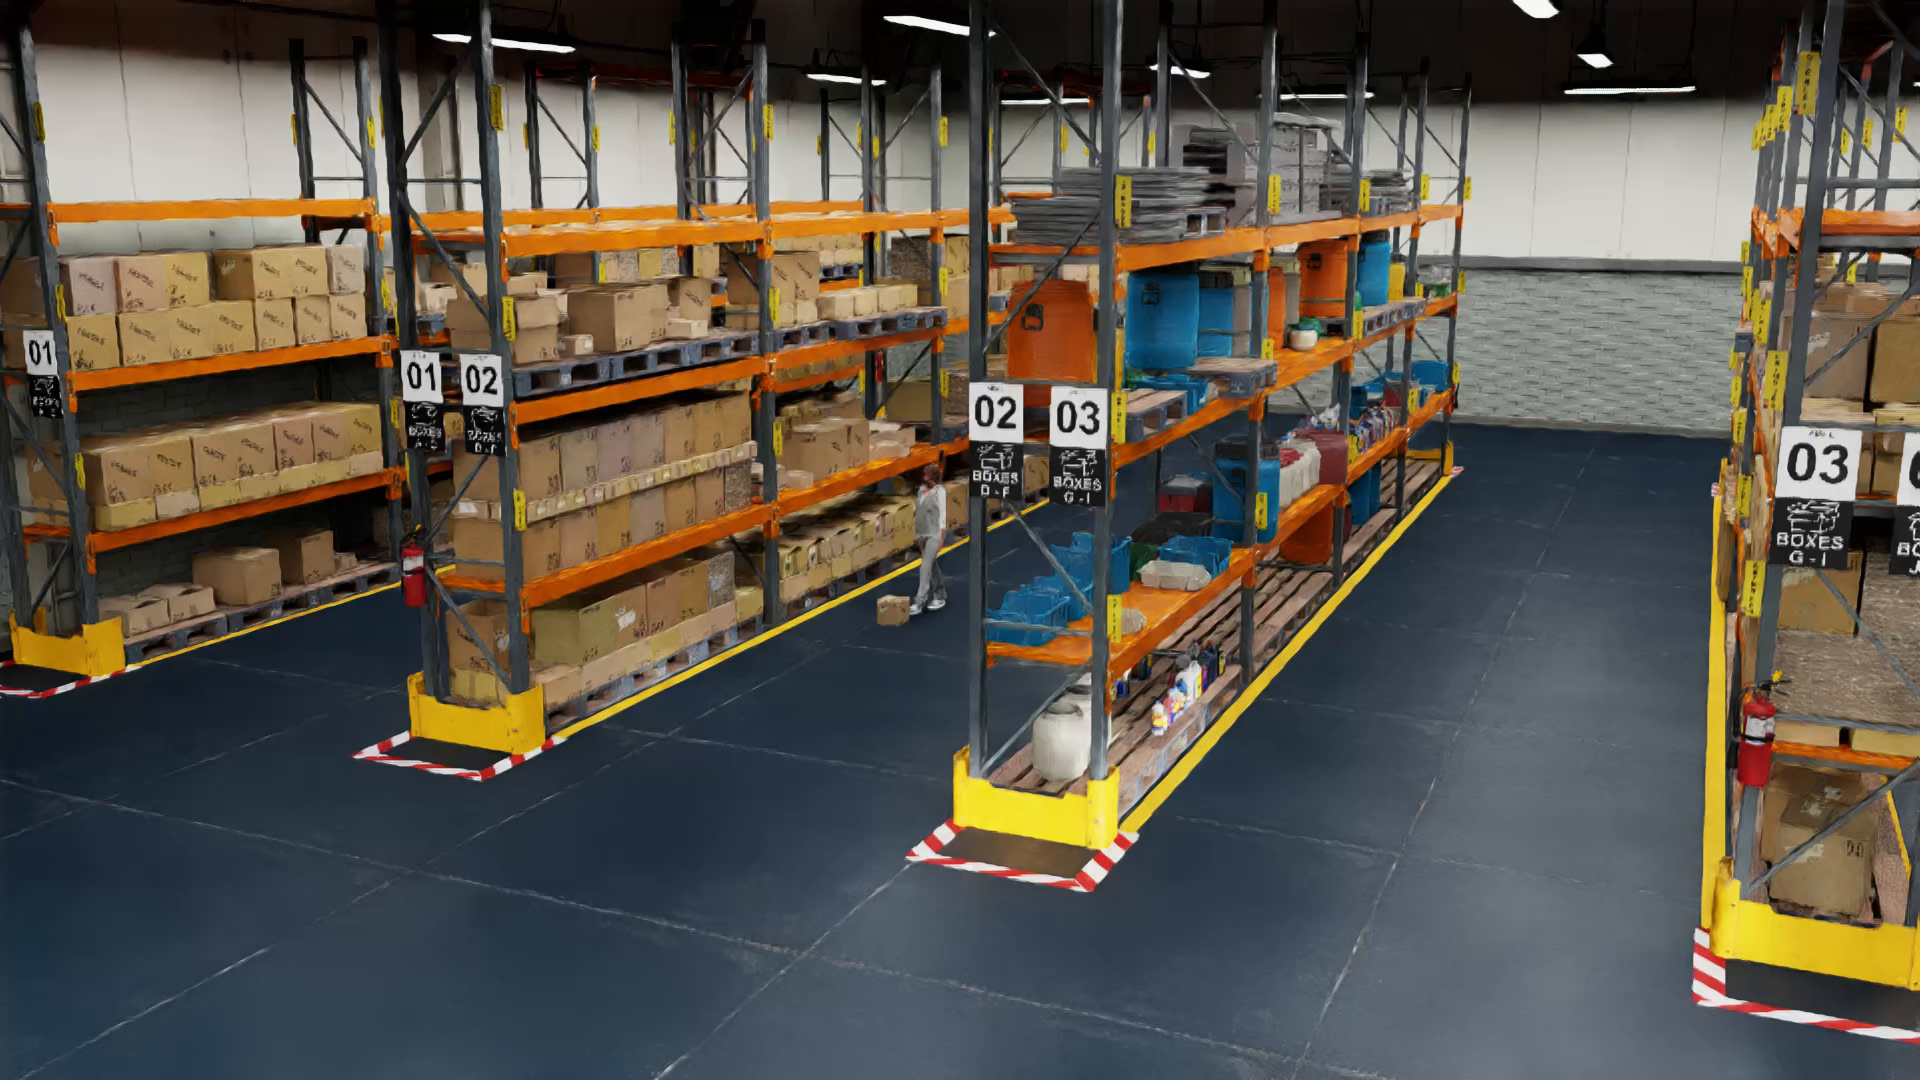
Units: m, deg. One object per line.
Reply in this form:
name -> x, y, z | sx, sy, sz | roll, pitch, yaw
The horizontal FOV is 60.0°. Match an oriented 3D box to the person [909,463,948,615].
person -> -0.388, -0.023, 17.562 | 0.664, 1.590, 0.402 | -10, 16, -37
